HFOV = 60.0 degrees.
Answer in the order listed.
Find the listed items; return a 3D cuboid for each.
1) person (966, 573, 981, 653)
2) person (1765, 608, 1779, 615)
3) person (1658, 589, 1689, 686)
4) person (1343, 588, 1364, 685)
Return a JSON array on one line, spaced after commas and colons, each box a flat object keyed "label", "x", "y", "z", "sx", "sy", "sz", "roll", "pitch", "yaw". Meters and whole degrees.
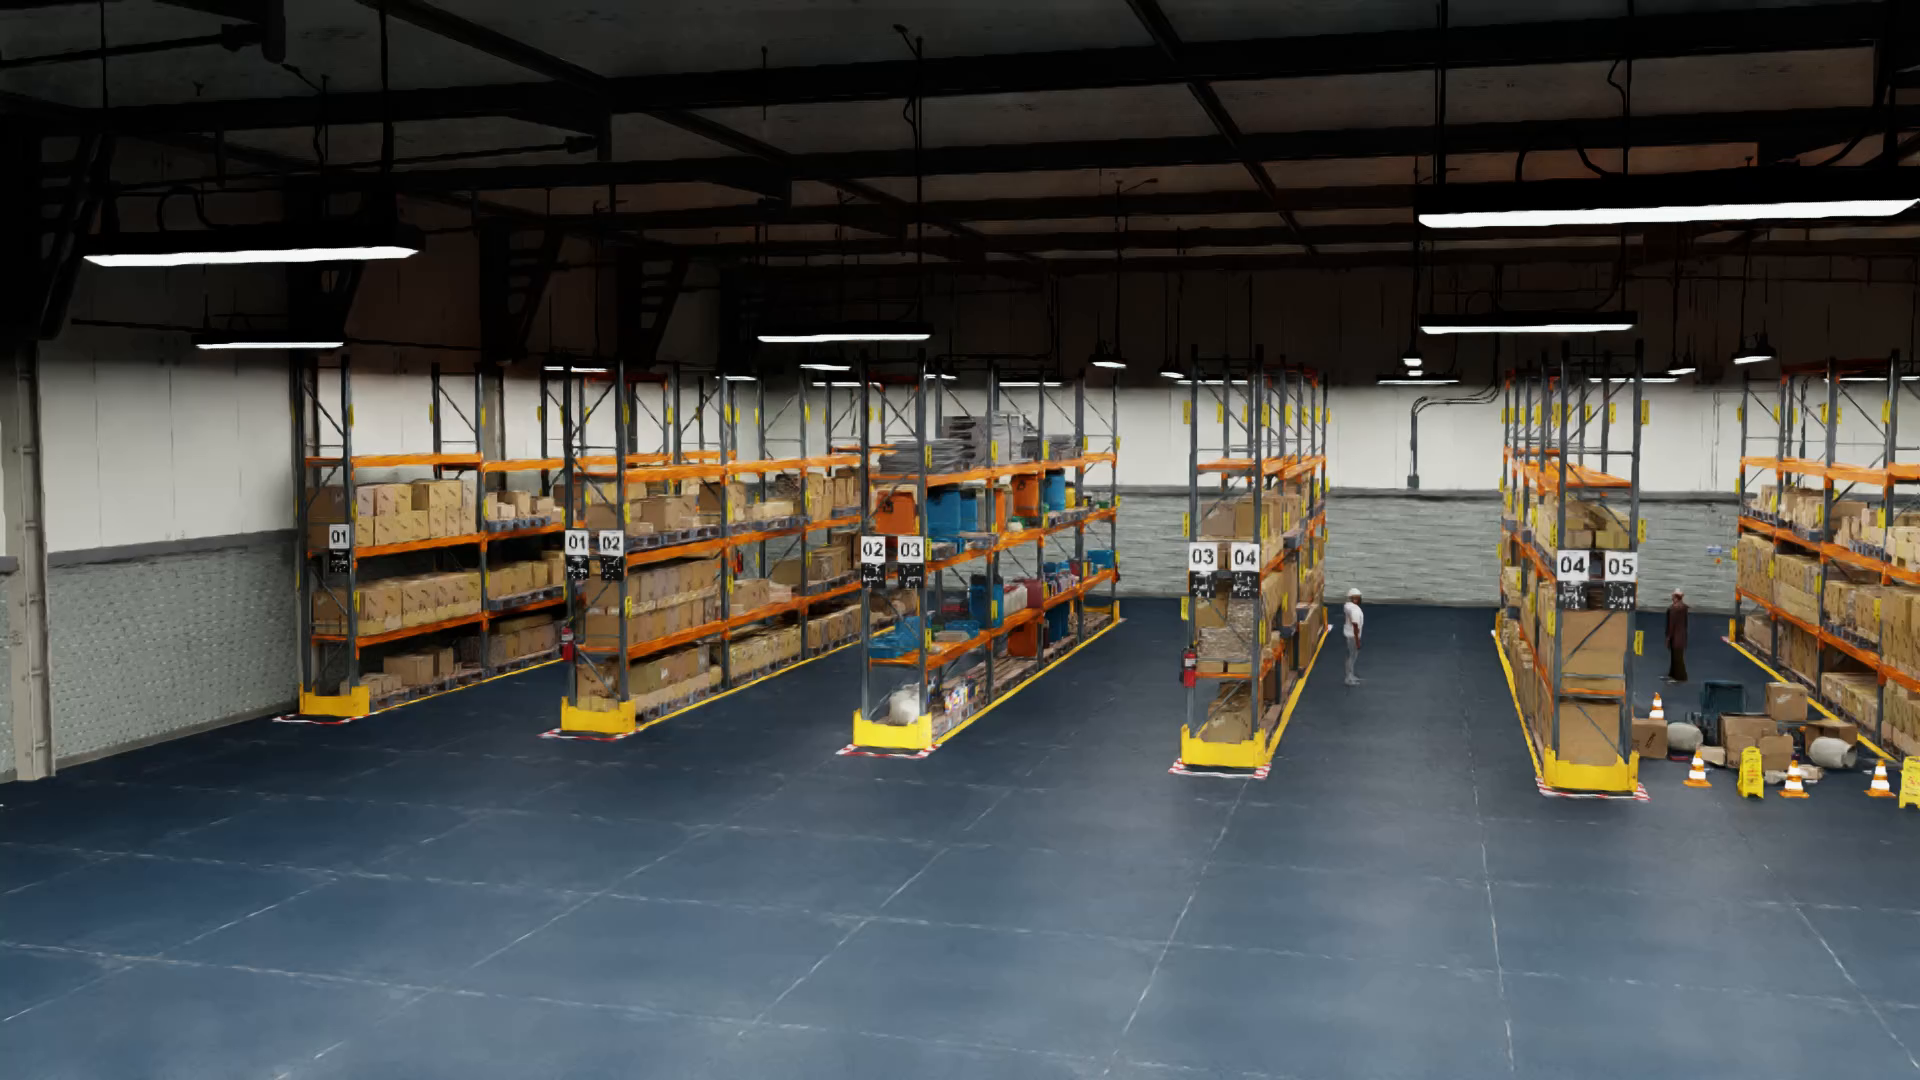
[{"label": "person", "x": 0.318, "y": 1.530, "z": 35.033, "sx": 0.538, "sy": 1.665, "sz": 0.573, "roll": 4, "pitch": 6, "yaw": 43}, {"label": "person", "x": 18.490, "y": 1.358, "z": 37.605, "sx": 0.615, "sy": 1.661, "sz": 0.496, "roll": -1, "pitch": 4, "yaw": -17}, {"label": "person", "x": 13.279, "y": 1.786, "z": 30.889, "sx": 0.614, "sy": 1.779, "sz": 0.656, "roll": 4, "pitch": 6, "yaw": 44}, {"label": "person", "x": 7.335, "y": 1.780, "z": 30.933, "sx": 0.400, "sy": 1.776, "sz": 0.700, "roll": 0, "pitch": 4, "yaw": 2}]
